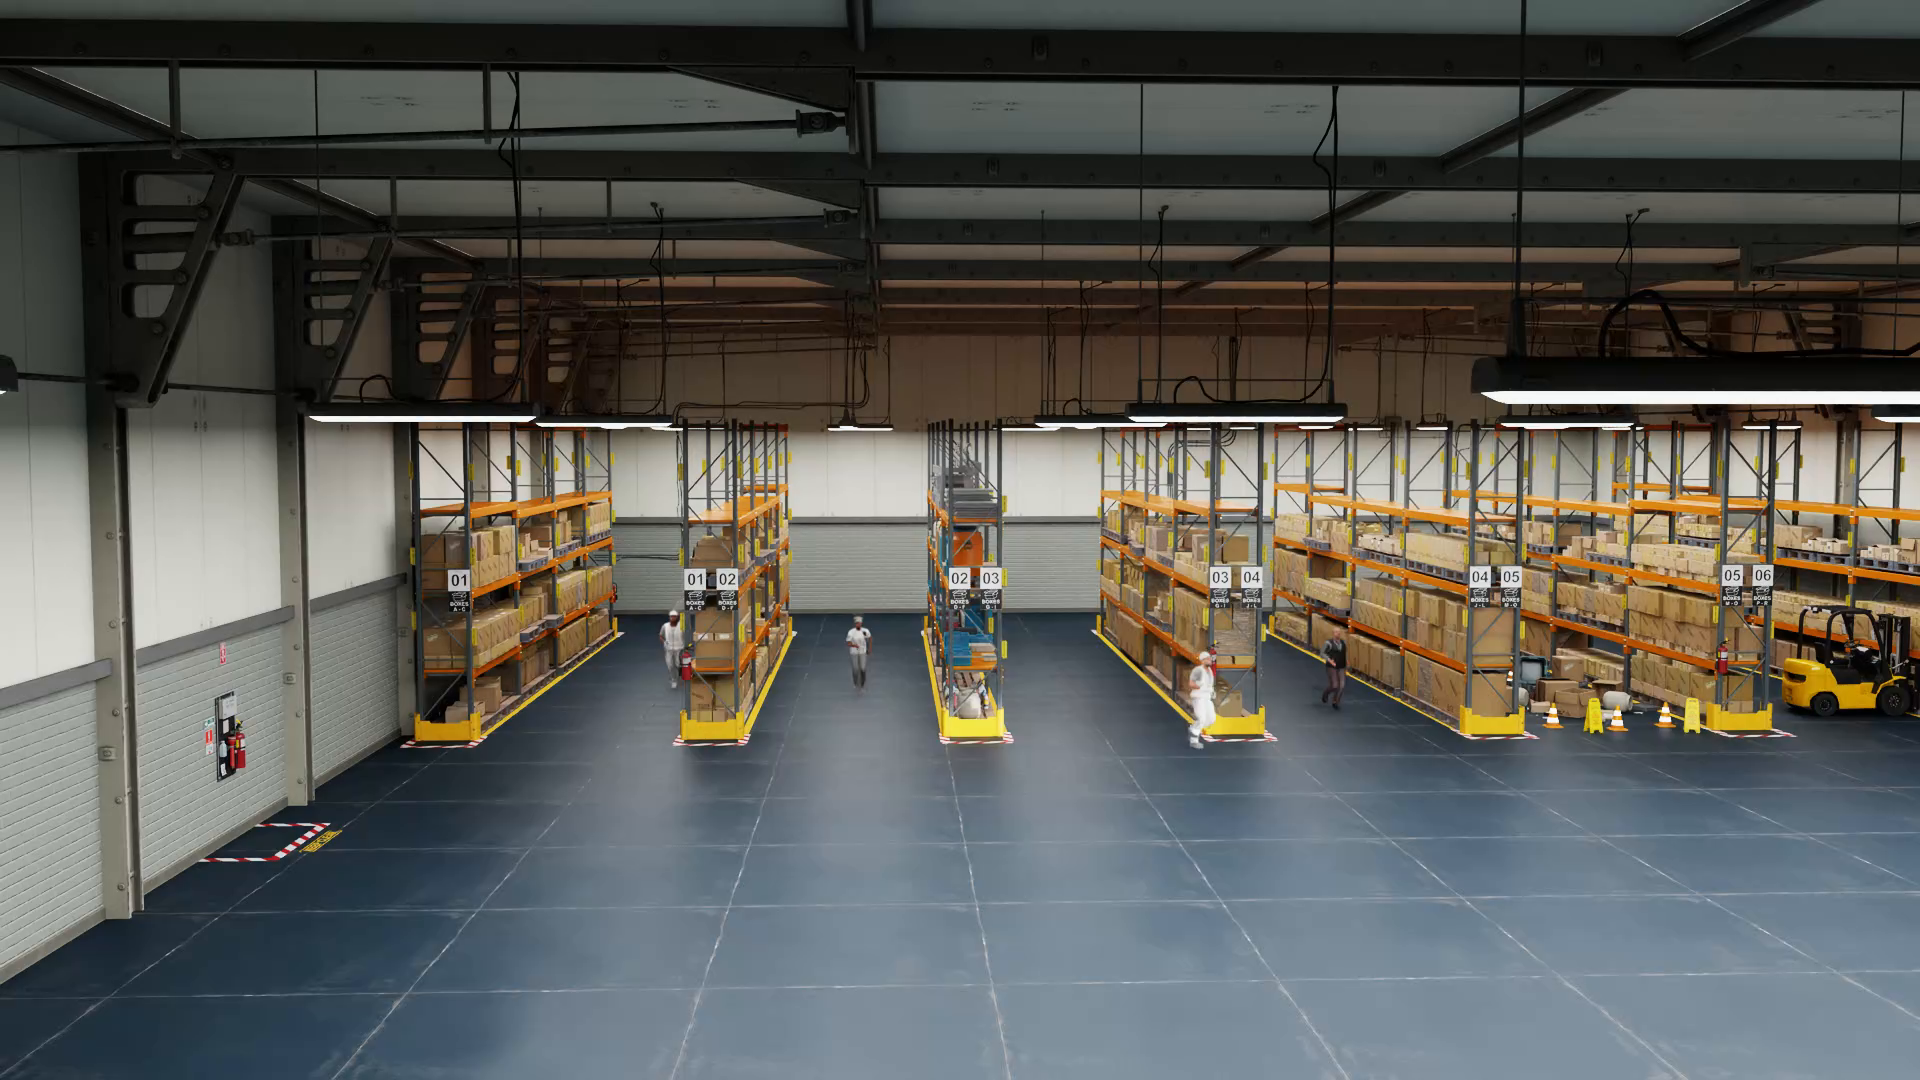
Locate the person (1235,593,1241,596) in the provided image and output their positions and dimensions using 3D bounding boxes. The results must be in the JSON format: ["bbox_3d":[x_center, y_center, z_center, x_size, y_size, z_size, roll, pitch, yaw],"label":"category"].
[{"bbox_3d":[7.799,1.942,45.529,0.734,1.715,0.730,0,4,6],"label":"person"}]

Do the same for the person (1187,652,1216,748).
[{"bbox_3d":[4.465,2.912,30.444,0.680,1.727,0.627,-3,5,-42],"label":"person"}]

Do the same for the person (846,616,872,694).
[{"bbox_3d":[-2.219,2.546,36.677,0.584,1.750,0.718,0,4,-6],"label":"person"}]

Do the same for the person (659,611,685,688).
[{"bbox_3d":[-6.444,2.463,37.453,0.685,1.736,0.599,0,4,-3],"label":"person"}]

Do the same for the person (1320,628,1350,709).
[{"bbox_3d":[7.821,2.664,34.666,0.653,1.674,0.584,-1,4,-18],"label":"person"}]
